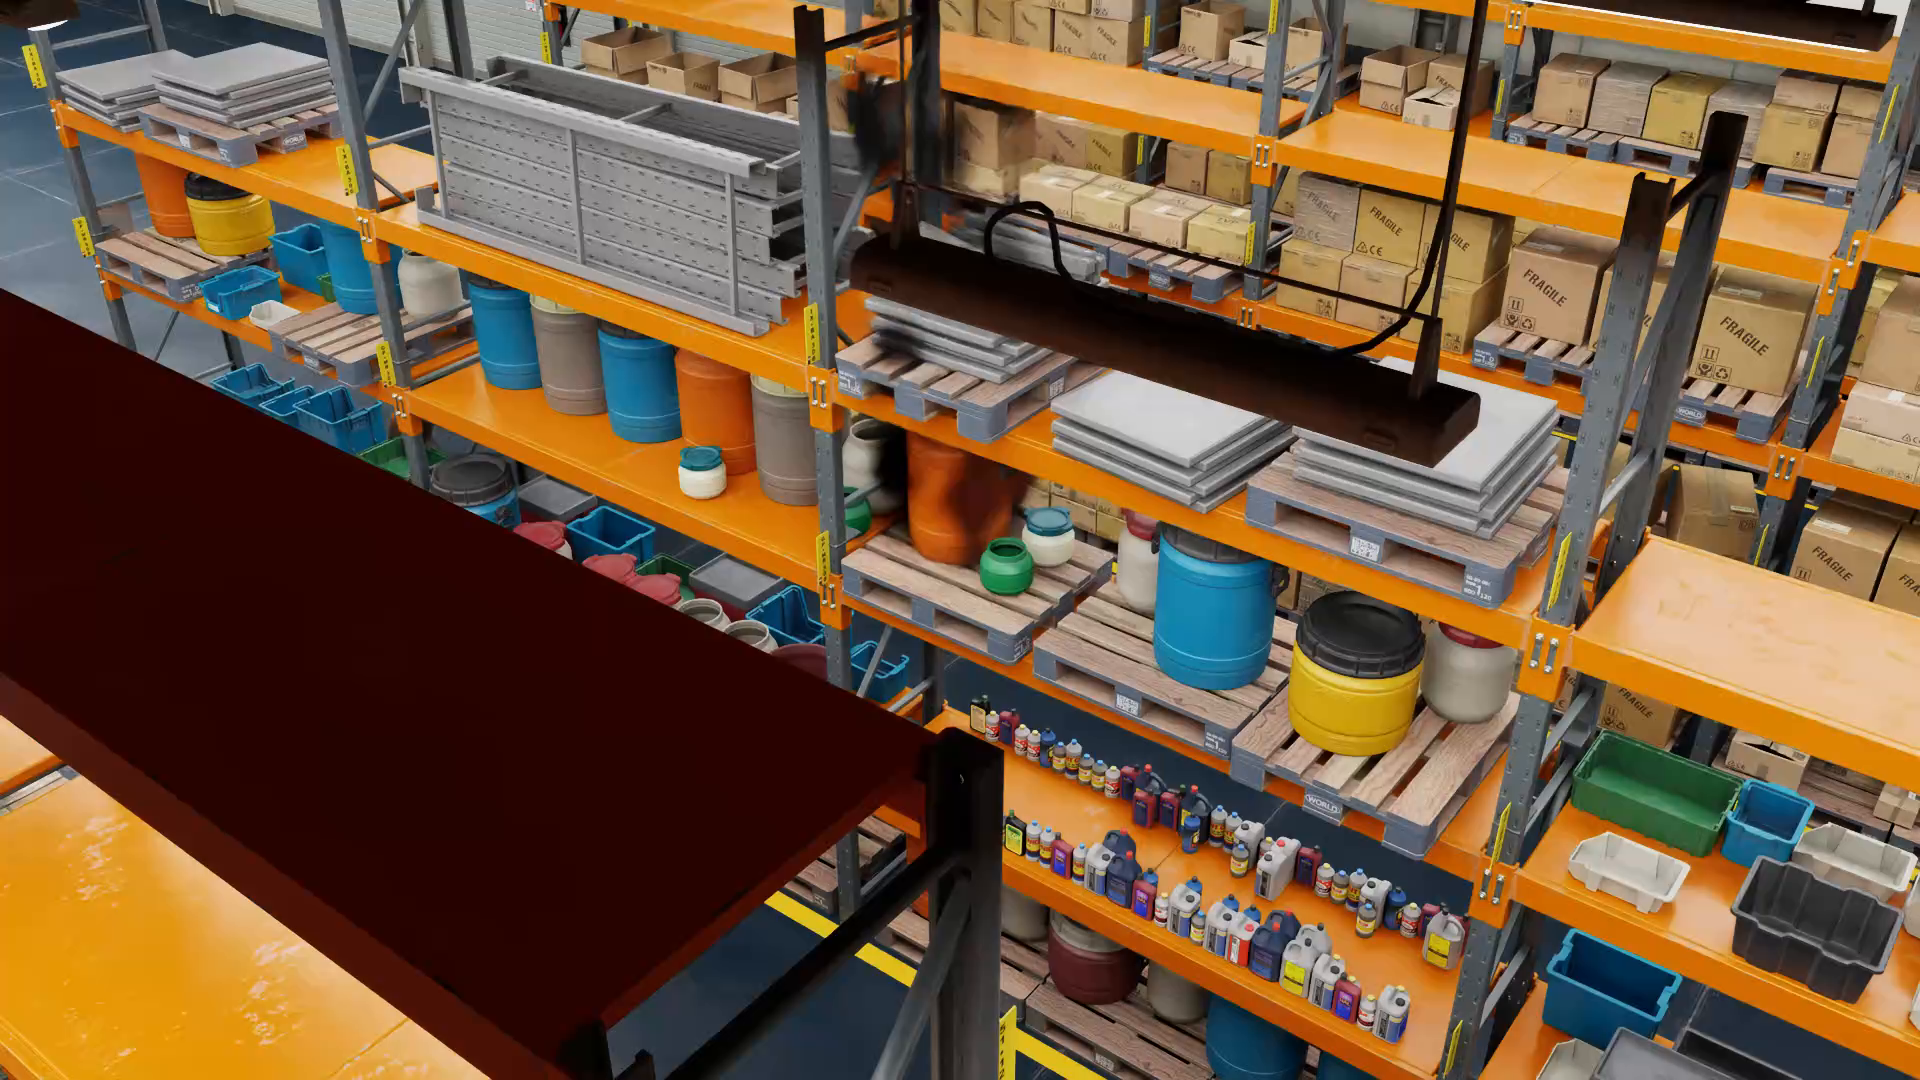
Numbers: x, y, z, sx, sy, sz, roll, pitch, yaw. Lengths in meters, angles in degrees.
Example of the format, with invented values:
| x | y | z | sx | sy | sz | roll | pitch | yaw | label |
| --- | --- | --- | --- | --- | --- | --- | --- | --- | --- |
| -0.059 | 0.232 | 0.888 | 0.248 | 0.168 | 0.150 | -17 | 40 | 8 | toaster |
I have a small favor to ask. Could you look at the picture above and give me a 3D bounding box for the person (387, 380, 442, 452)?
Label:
| x | y | z | sx | sy | sz | roll | pitch | yaw | label |
| --- | --- | --- | --- | --- | --- | --- | --- | --- | --- |
| -5.199 | -1.265 | 15.716 | 0.610 | 1.692 | 0.646 | 11 | 33 | 17 | person |
